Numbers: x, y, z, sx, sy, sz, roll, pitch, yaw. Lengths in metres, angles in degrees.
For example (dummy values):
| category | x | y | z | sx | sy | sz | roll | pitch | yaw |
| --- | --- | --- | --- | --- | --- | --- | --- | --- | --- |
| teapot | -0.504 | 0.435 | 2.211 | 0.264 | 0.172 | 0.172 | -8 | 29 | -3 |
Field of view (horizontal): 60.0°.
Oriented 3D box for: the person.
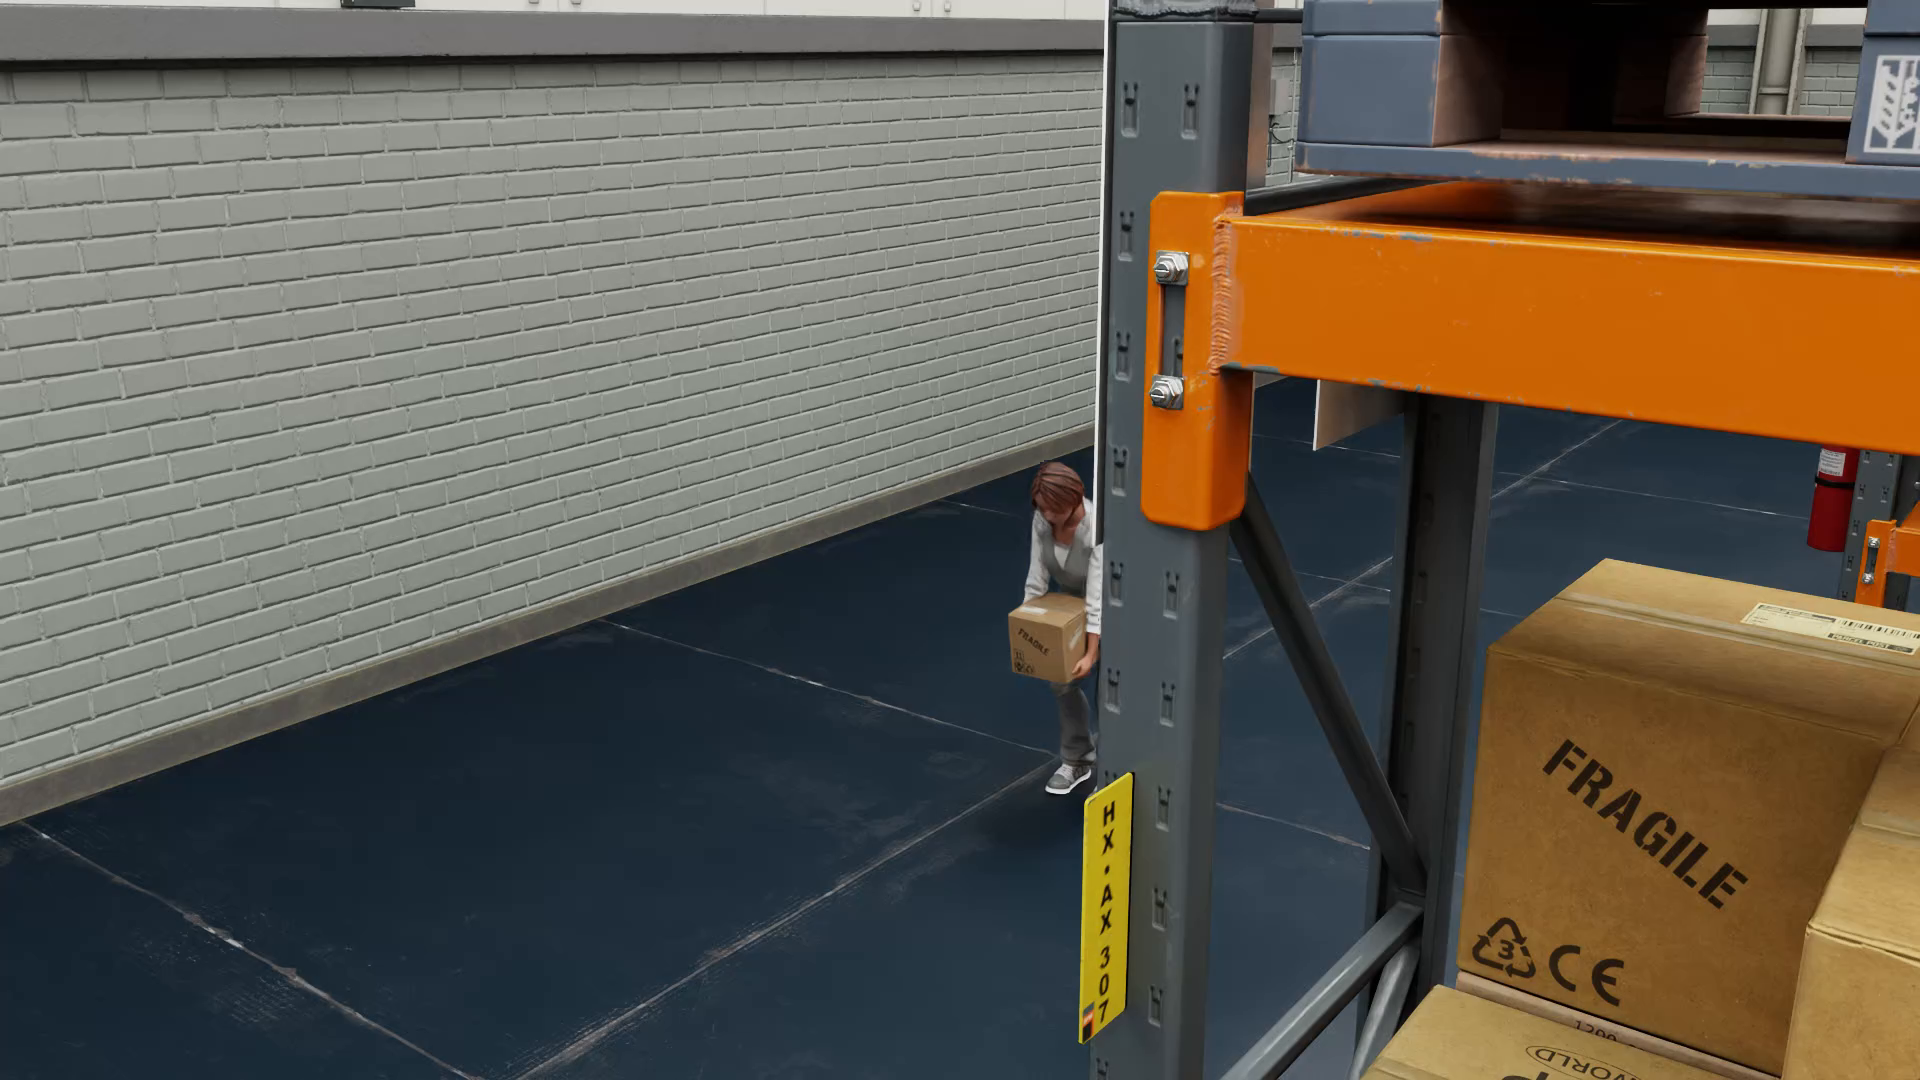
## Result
| category | x | y | z | sx | sy | sz | roll | pitch | yaw |
| --- | --- | --- | --- | --- | --- | --- | --- | --- | --- |
| person | 0.469 | 0.367 | 6.573 | 0.373 | 1.472 | 0.637 | 12 | 20 | 34 |
